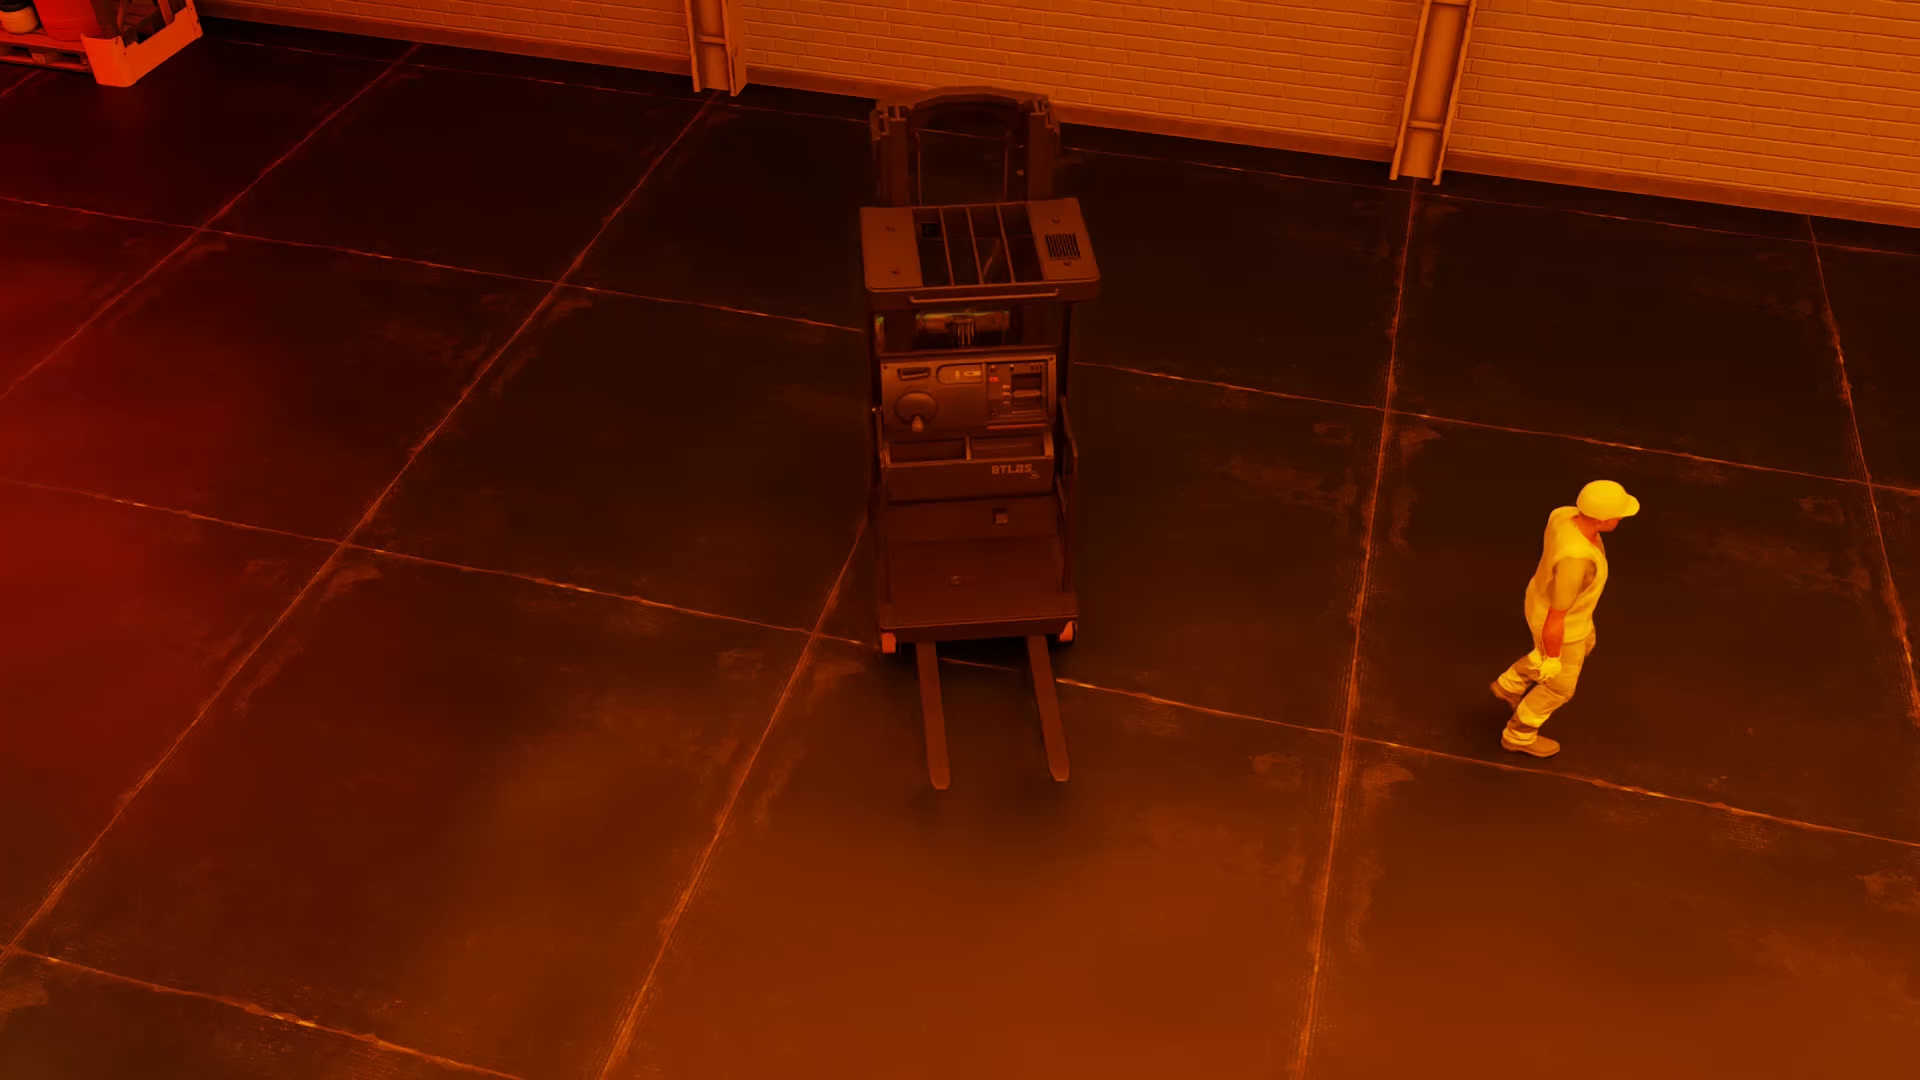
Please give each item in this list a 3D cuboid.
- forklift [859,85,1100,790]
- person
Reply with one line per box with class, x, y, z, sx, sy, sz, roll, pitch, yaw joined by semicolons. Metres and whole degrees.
forklift;0.070;-0.699;8.659;1.130;2.935;3.031;-3;41;-4
person;3.036;0.390;8.301;0.468;1.767;0.719;5;42;6
